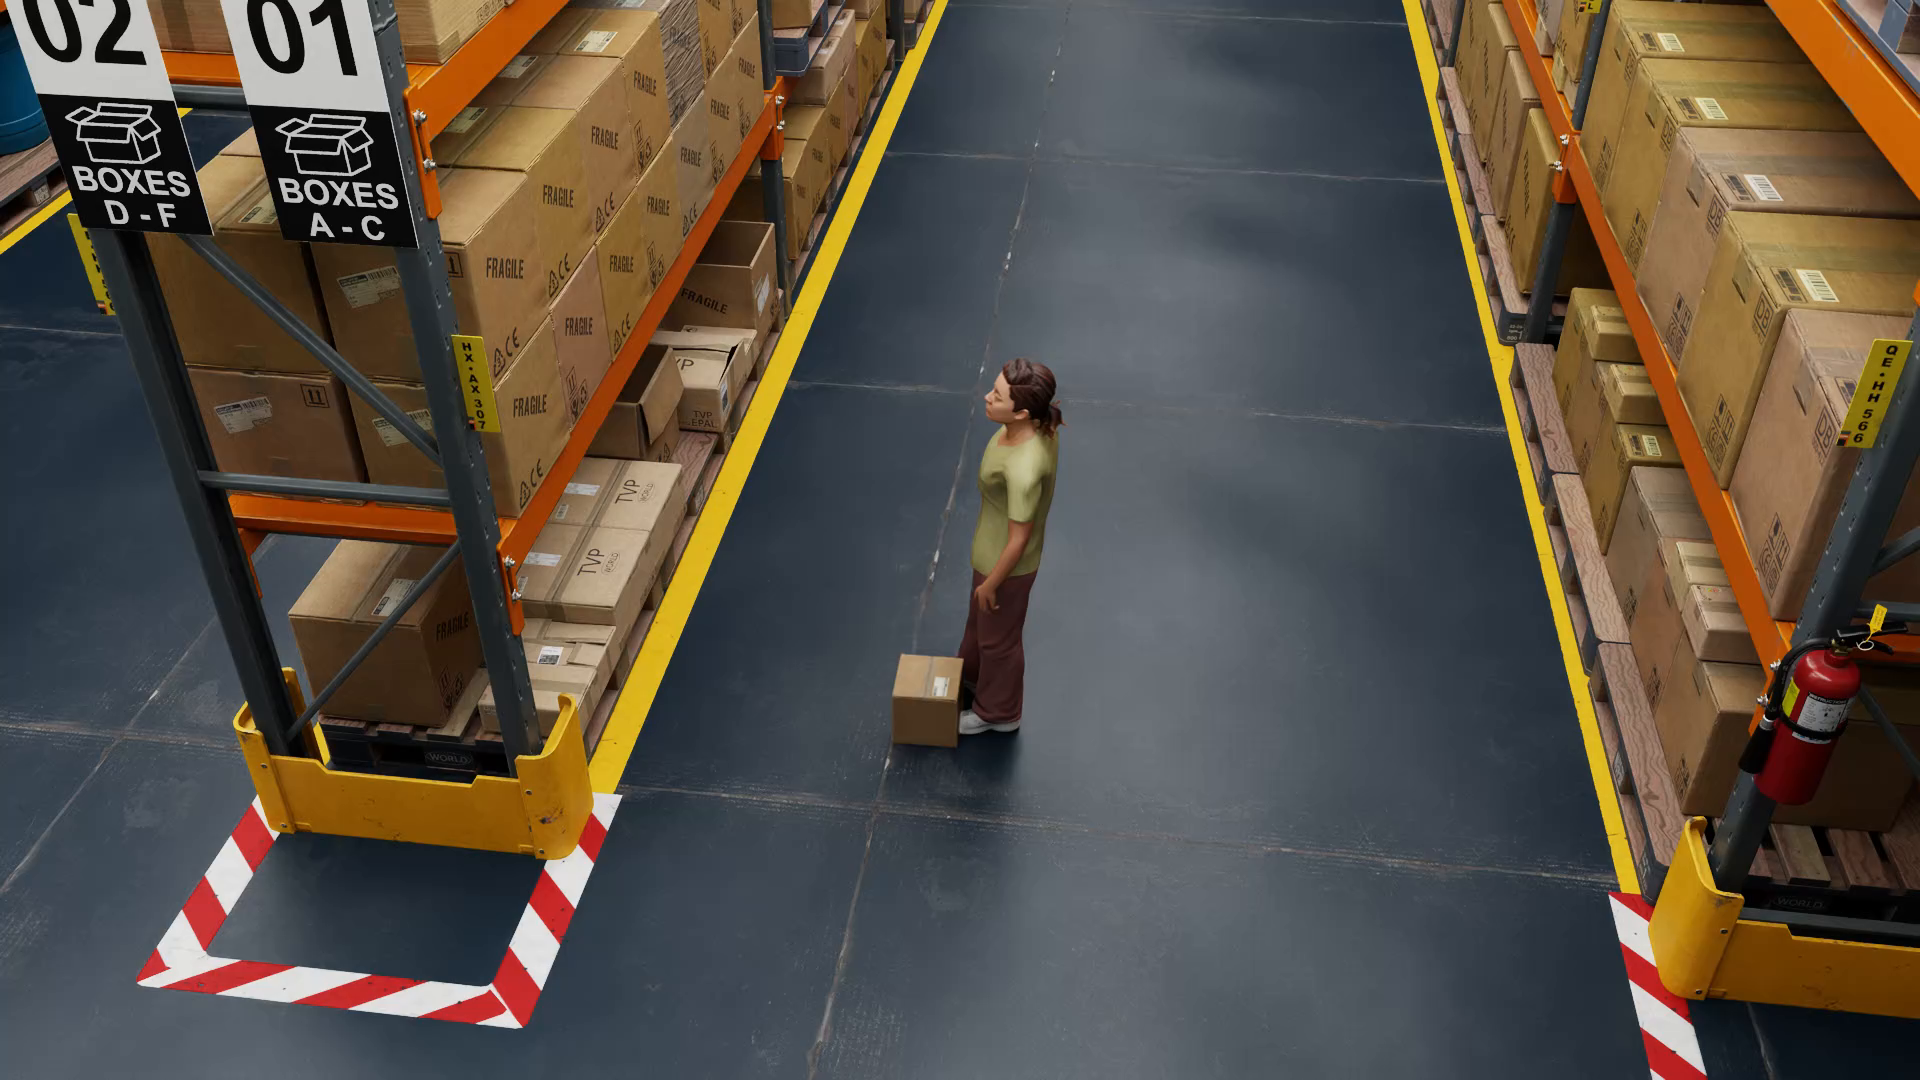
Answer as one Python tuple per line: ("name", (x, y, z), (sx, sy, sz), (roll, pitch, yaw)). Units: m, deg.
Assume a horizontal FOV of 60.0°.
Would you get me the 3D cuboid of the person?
("person", (0.098, 0.045, 6.072), (0.549, 1.674, 0.551), (4, 36, 6))
